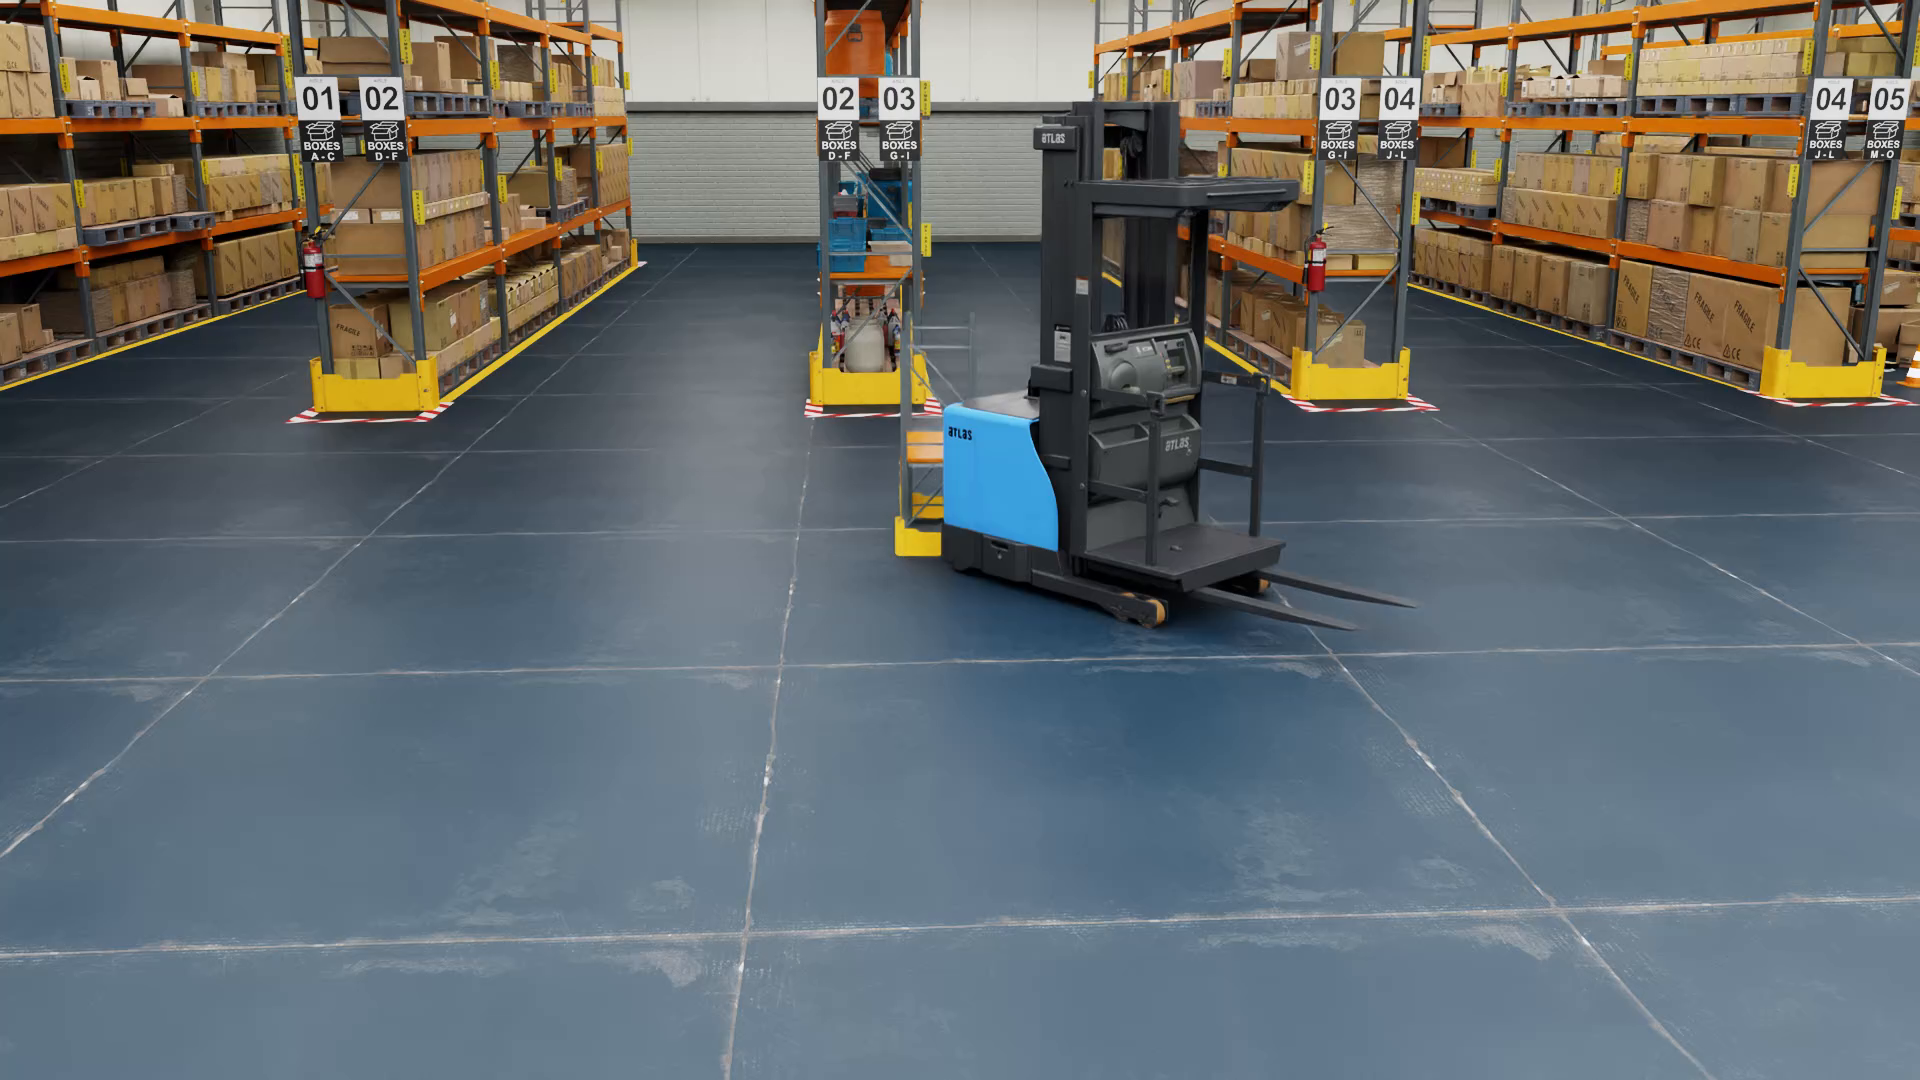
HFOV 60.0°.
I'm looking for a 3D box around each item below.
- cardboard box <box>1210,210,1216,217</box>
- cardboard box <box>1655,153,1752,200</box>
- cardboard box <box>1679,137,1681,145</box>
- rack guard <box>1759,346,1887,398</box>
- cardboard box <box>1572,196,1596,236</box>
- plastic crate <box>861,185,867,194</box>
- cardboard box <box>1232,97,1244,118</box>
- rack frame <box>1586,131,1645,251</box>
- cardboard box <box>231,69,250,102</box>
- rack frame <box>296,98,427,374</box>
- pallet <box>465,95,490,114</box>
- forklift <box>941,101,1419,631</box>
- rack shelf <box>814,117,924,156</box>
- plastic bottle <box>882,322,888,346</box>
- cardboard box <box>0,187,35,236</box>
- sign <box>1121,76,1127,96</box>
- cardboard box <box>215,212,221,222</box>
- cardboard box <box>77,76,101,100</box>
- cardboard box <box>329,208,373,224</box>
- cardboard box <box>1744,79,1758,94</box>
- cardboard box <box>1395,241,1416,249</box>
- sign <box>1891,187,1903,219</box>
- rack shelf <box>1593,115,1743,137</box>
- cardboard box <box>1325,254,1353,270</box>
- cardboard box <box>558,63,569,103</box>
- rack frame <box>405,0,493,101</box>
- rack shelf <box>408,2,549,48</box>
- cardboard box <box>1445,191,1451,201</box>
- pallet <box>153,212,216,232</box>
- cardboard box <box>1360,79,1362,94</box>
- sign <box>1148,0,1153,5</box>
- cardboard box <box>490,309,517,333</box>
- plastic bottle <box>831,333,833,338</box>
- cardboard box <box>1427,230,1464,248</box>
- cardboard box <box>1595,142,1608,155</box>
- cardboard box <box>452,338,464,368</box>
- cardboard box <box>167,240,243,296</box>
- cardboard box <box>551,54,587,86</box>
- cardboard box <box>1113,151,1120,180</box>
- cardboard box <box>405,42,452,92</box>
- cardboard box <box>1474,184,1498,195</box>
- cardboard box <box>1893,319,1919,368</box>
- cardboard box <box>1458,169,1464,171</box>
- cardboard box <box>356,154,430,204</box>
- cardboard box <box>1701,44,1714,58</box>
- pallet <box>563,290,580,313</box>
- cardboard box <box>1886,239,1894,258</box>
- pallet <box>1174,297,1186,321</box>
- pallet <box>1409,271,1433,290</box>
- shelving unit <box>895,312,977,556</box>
[{"bbox_3d":[3.608,-4.607,22.361,0.797,0.503,0.637,1,14,2],"label":"cardboard box"},{"bbox_3d":[8.903,-4.343,19.919,0.875,0.550,0.550,-1,14,-3],"label":"cardboard box"},{"bbox_3d":[12.958,-7.052,29.406,0.380,0.149,0.250,-1,14,-2],"label":"cardboard box"},{"bbox_3d":[9.014,-1.764,17.378,1.175,0.500,0.348,-1,14,-3],"label":"rack guard"},{"bbox_3d":[8.434,-4.275,21.920,0.500,0.500,0.500,-1,14,-4],"label":"cardboard box"},{"bbox_3d":[-1.542,-6.191,29.686,0.437,0.282,0.530,-1,14,-3],"label":"plastic crate"},{"bbox_3d":[3.580,-5.188,19.951,0.500,0.250,0.500,-1,15,-6],"label":"cardboard box"},{"bbox_3d":[12.955,-7.061,32.950,1.000,3.000,0.127,-1,14,-3],"label":"rack frame"},{"bbox_3d":[-11.475,-7.040,25.765,0.700,0.500,0.500,-1,14,-4],"label":"cardboard box"},{"bbox_3d":[-5.832,-2.777,16.299,1.000,3.000,0.127,-1,14,-3],"label":"rack frame"},{"bbox_3d":[-6.001,-4.970,18.980,1.003,0.211,1.213,-1,14,-3],"label":"pallet"},{"bbox_3d":[1.262,-1.058,9.756,1.130,2.935,3.031,-14,20,-42],"label":"forklift"},{"bbox_3d":[-1.012,-4.454,18.242,1.077,0.370,4.000,-1,14,-3],"label":"rack shelf"},{"bbox_3d":[-0.876,-2.419,19.475,0.061,0.283,0.133,-1,14,-3],"label":"plastic bottle"},{"bbox_3d":[-10.629,-3.632,18.379,0.500,0.500,0.500,-1,14,-5],"label":"cardboard box"},{"bbox_3d":[2.758,-7.646,28.006,0.100,0.325,0.005,-1,14,-3],"label":"sign"},{"bbox_3d":[-11.068,-4.725,24.336,0.380,0.149,0.250,-1,14,-3],"label":"cardboard box"},{"bbox_3d":[-11.016,-5.597,20.578,0.500,0.311,0.500,0,14,-2],"label":"cardboard box"},{"bbox_3d":[-6.046,-3.231,16.564,0.380,0.149,0.250,-1,14,-4],"label":"cardboard box"},{"bbox_3d":[8.607,-4.830,17.720,0.380,0.149,0.250,-1,14,-3],"label":"cardboard box"},{"bbox_3d":[7.932,-5.223,29.490,0.380,0.149,0.250,-1,14,-3],"label":"cardboard box"},{"bbox_3d":[9.567,-3.445,16.999,0.100,0.325,0.005,-1,14,-3],"label":"sign"},{"bbox_3d":[13.079,-7.668,30.733,1.077,0.370,4.000,-1,14,-3],"label":"rack shelf"},{"bbox_3d":[3.832,-2.875,17.184,0.380,0.149,0.250,-1,14,-3],"label":"cardboard box"},{"bbox_3d":[-6.554,-7.222,26.311,0.600,0.600,0.600,-1,14,-4],"label":"cardboard box"},{"bbox_3d":[-6.080,-6.677,19.418,1.000,3.000,0.127,-1,14,-3],"label":"rack frame"},{"bbox_3d":[-6.204,-6.632,21.490,1.077,0.370,4.000,-1,14,-3],"label":"rack shelf"},{"bbox_3d":[7.953,-5.486,26.491,0.380,0.149,0.250,0,14,-2],"label":"cardboard box"},{"bbox_3d":[-11.121,-4.421,23.072,1.213,0.211,1.003,-1,14,-3],"label":"pallet"},{"bbox_3d":[4.211,-4.701,17.258,0.380,0.149,0.250,-1,14,-4],"label":"cardboard box"},{"bbox_3d":[3.607,-10.309,31.500,0.100,0.325,0.005,-1,14,-3],"label":"sign"},{"bbox_3d":[-5.857,-2.747,20.860,0.500,0.250,0.500,-1,14,-5],"label":"cardboard box"},{"bbox_3d":[-1.465,-2.229,18.737,0.061,0.283,0.133,-1,14,-2],"label":"plastic bottle"},{"bbox_3d":[8.086,-5.000,27.610,0.500,0.250,0.500,0,14,-2],"label":"cardboard box"},{"bbox_3d":[12.701,-7.470,32.332,0.500,0.500,0.500,-1,14,-5],"label":"cardboard box"},{"bbox_3d":[-5.708,-2.034,18.087,0.500,0.250,0.500,-1,14,-3],"label":"cardboard box"},{"bbox_3d":[-11.186,-4.036,24.665,0.750,0.750,0.750,-1,14,-4],"label":"cardboard box"},{"bbox_3d":[-6.644,-7.867,27.855,0.700,0.500,0.500,-1,14,-3],"label":"cardboard box"},{"bbox_3d":[2.990,-6.583,29.290,0.500,0.500,0.500,-1,14,-3],"label":"cardboard box"},{"bbox_3d":[-5.662,-4.966,17.465,0.500,0.500,0.500,-1,14,-3],"label":"cardboard box"},{"bbox_3d":[8.032,-5.311,25.215,0.380,0.149,0.250,-1,14,-2],"label":"cardboard box"},{"bbox_3d":[11.311,-2.271,19.341,0.797,0.503,0.637,-13,20,-42],"label":"cardboard box"},{"bbox_3d":[8.520,-6.107,27.708,0.380,0.149,0.250,-1,14,-5],"label":"cardboard box"},{"bbox_3d":[-5.889,-3.714,17.136,0.700,0.500,0.500,-1,14,-5],"label":"cardboard box"},{"bbox_3d":[8.542,-5.470,18.607,0.380,0.149,0.250,-1,14,-4],"label":"cardboard box"},{"bbox_3d":[-6.336,-3.602,25.103,1.003,0.211,1.213,-1,14,-3],"label":"pallet"},{"bbox_3d":[17.800,-5.632,31.568,0.500,0.500,0.500,-1,14,-2],"label":"cardboard box"},{"bbox_3d":[3.607,-3.374,24.215,1.003,0.211,1.213,-1,14,-3],"label":"pallet"},{"bbox_3d":[8.318,-4.421,28.284,1.003,0.211,1.213,-1,14,-3],"label":"pallet"},{"bbox_3d":[-0.140,-0.757,11.458,0.587,1.500,1.083,0,14,0],"label":"shelving unit"}]
